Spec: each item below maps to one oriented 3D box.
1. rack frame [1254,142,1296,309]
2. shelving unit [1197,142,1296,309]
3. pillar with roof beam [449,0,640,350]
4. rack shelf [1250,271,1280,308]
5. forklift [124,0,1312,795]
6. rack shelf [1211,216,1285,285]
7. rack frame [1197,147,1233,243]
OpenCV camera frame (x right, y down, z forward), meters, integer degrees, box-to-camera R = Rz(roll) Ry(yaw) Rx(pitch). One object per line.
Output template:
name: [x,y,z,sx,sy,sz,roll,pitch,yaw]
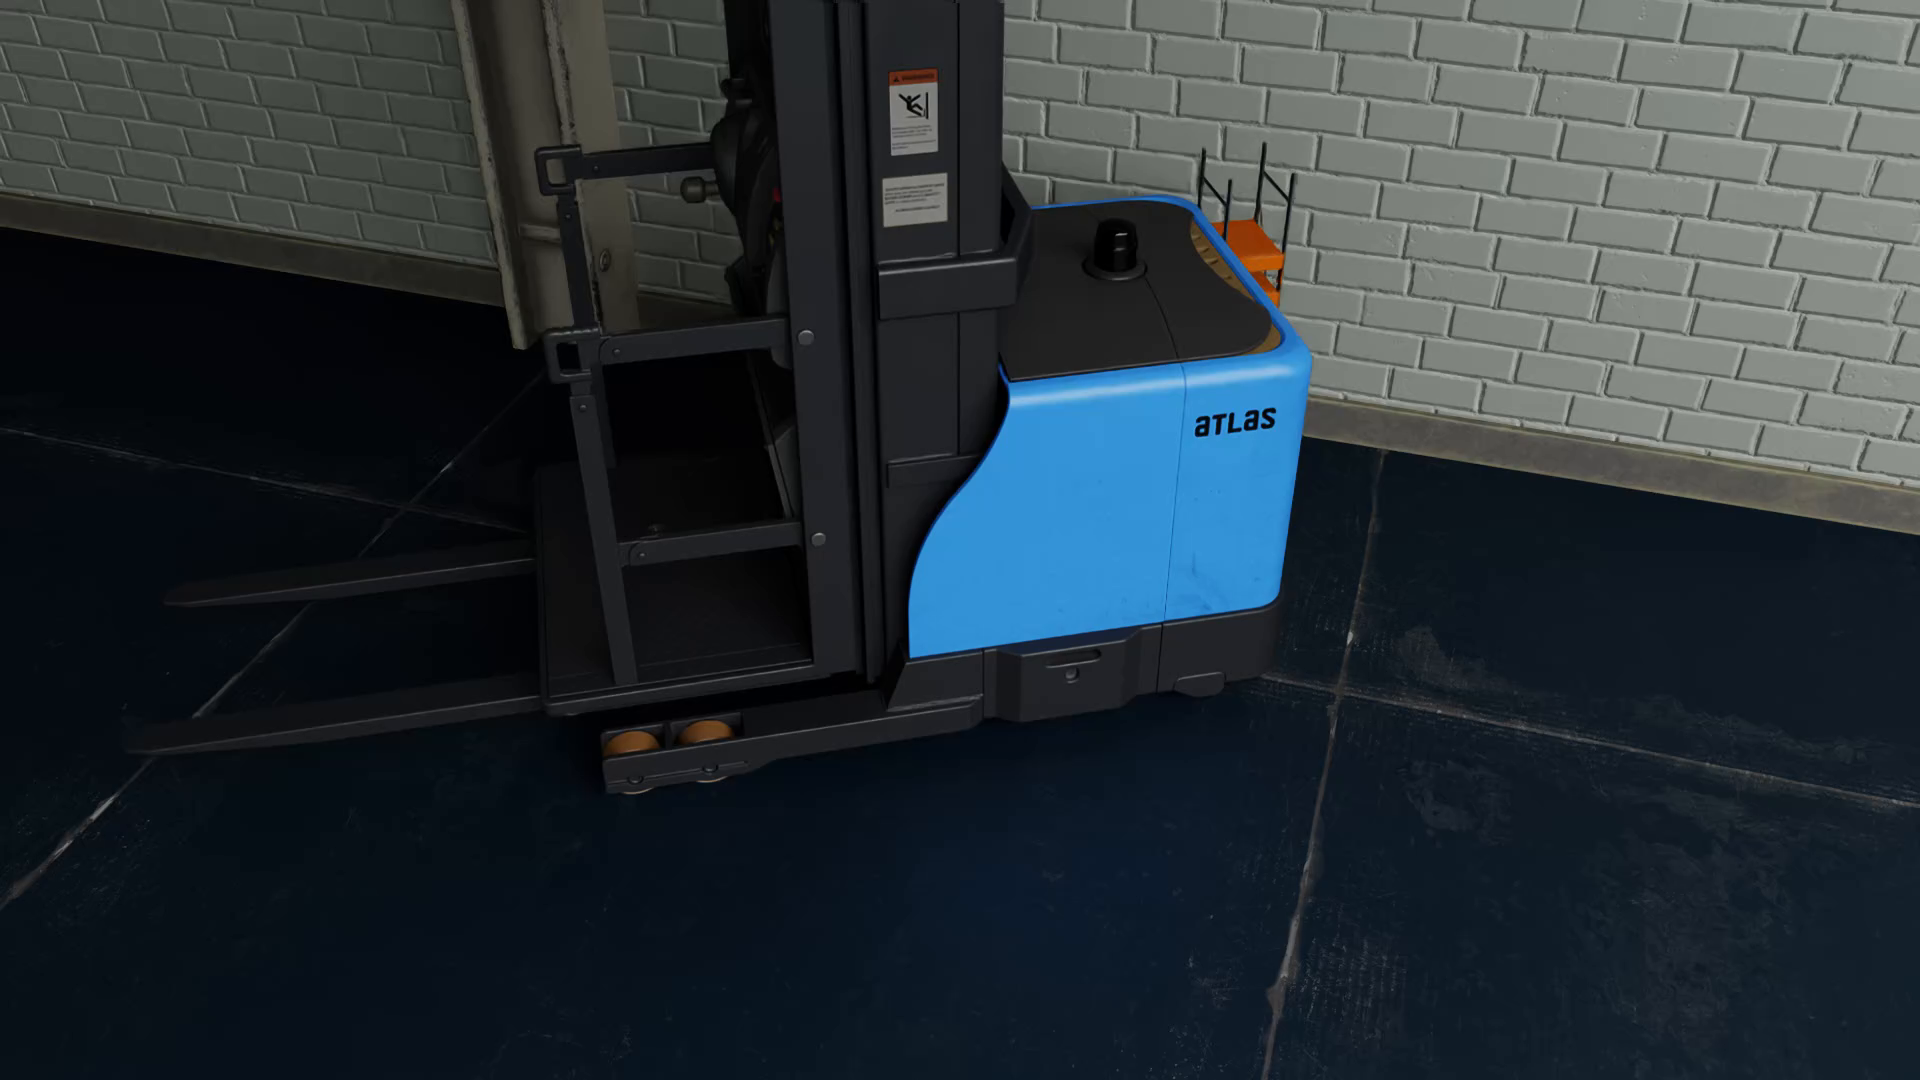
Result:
rack frame: [0.899,-0.592,5.043,0.006,1.200,0.240,-8,37,-10]
shelving unit: [0.810,-0.581,5.027,0.189,1.200,0.258,-8,37,-10]
pillar with roof beam: [-2.728,-1.961,0.323,0.400,9.000,9.100,10,38,14]
rack shelf: [0.810,-0.738,4.911,0.180,0.103,0.258,-8,37,-10]
forklift: [-0.685,-0.860,3.946,3.031,2.935,1.130,-8,37,-10]
rack shelf: [0.810,-0.835,4.839,0.180,0.103,0.258,-8,37,-10]
rack frame: [0.721,-0.569,5.010,0.006,1.200,0.240,-8,37,-10]
